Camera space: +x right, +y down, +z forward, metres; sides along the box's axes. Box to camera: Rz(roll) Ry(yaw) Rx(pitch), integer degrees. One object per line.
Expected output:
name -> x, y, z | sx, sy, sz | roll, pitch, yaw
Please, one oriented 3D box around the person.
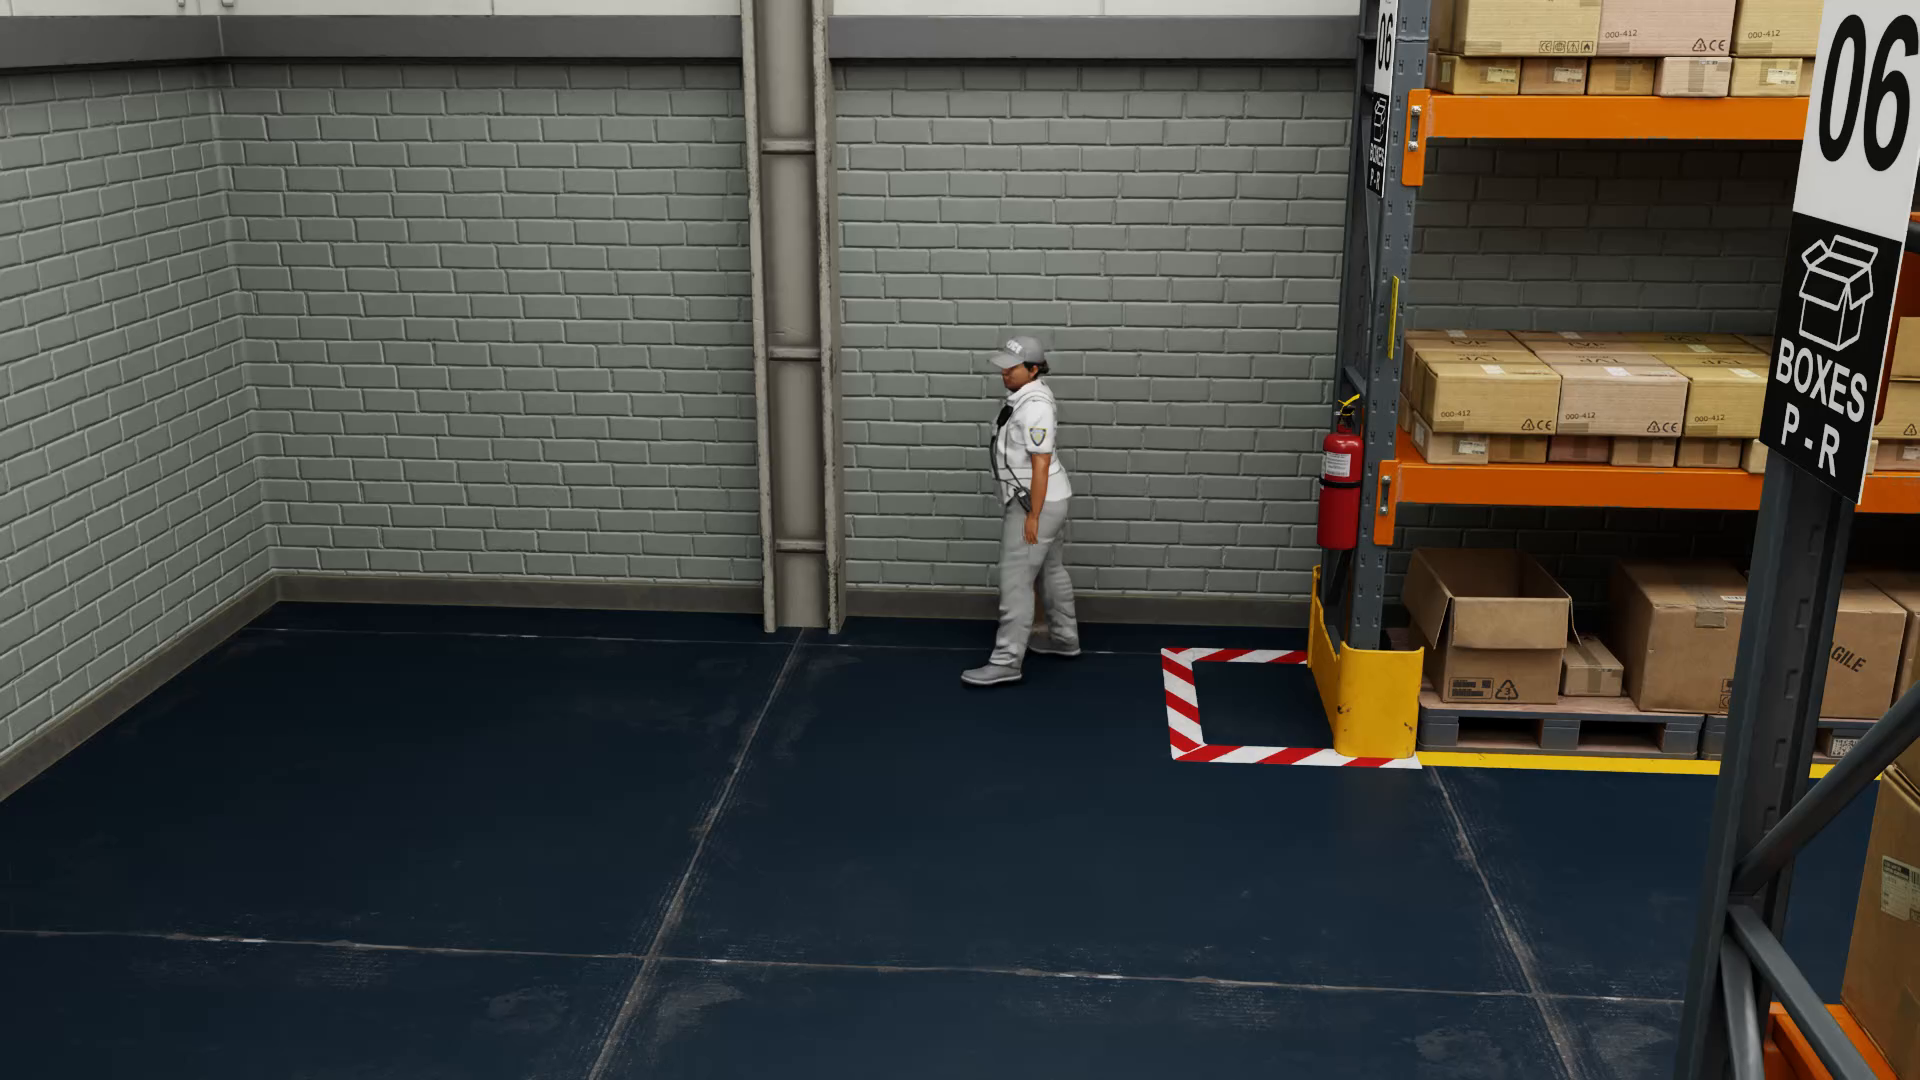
person -> 0.306, -0.161, 8.001 | 0.593, 1.653, 0.600 | 0, 18, 1
